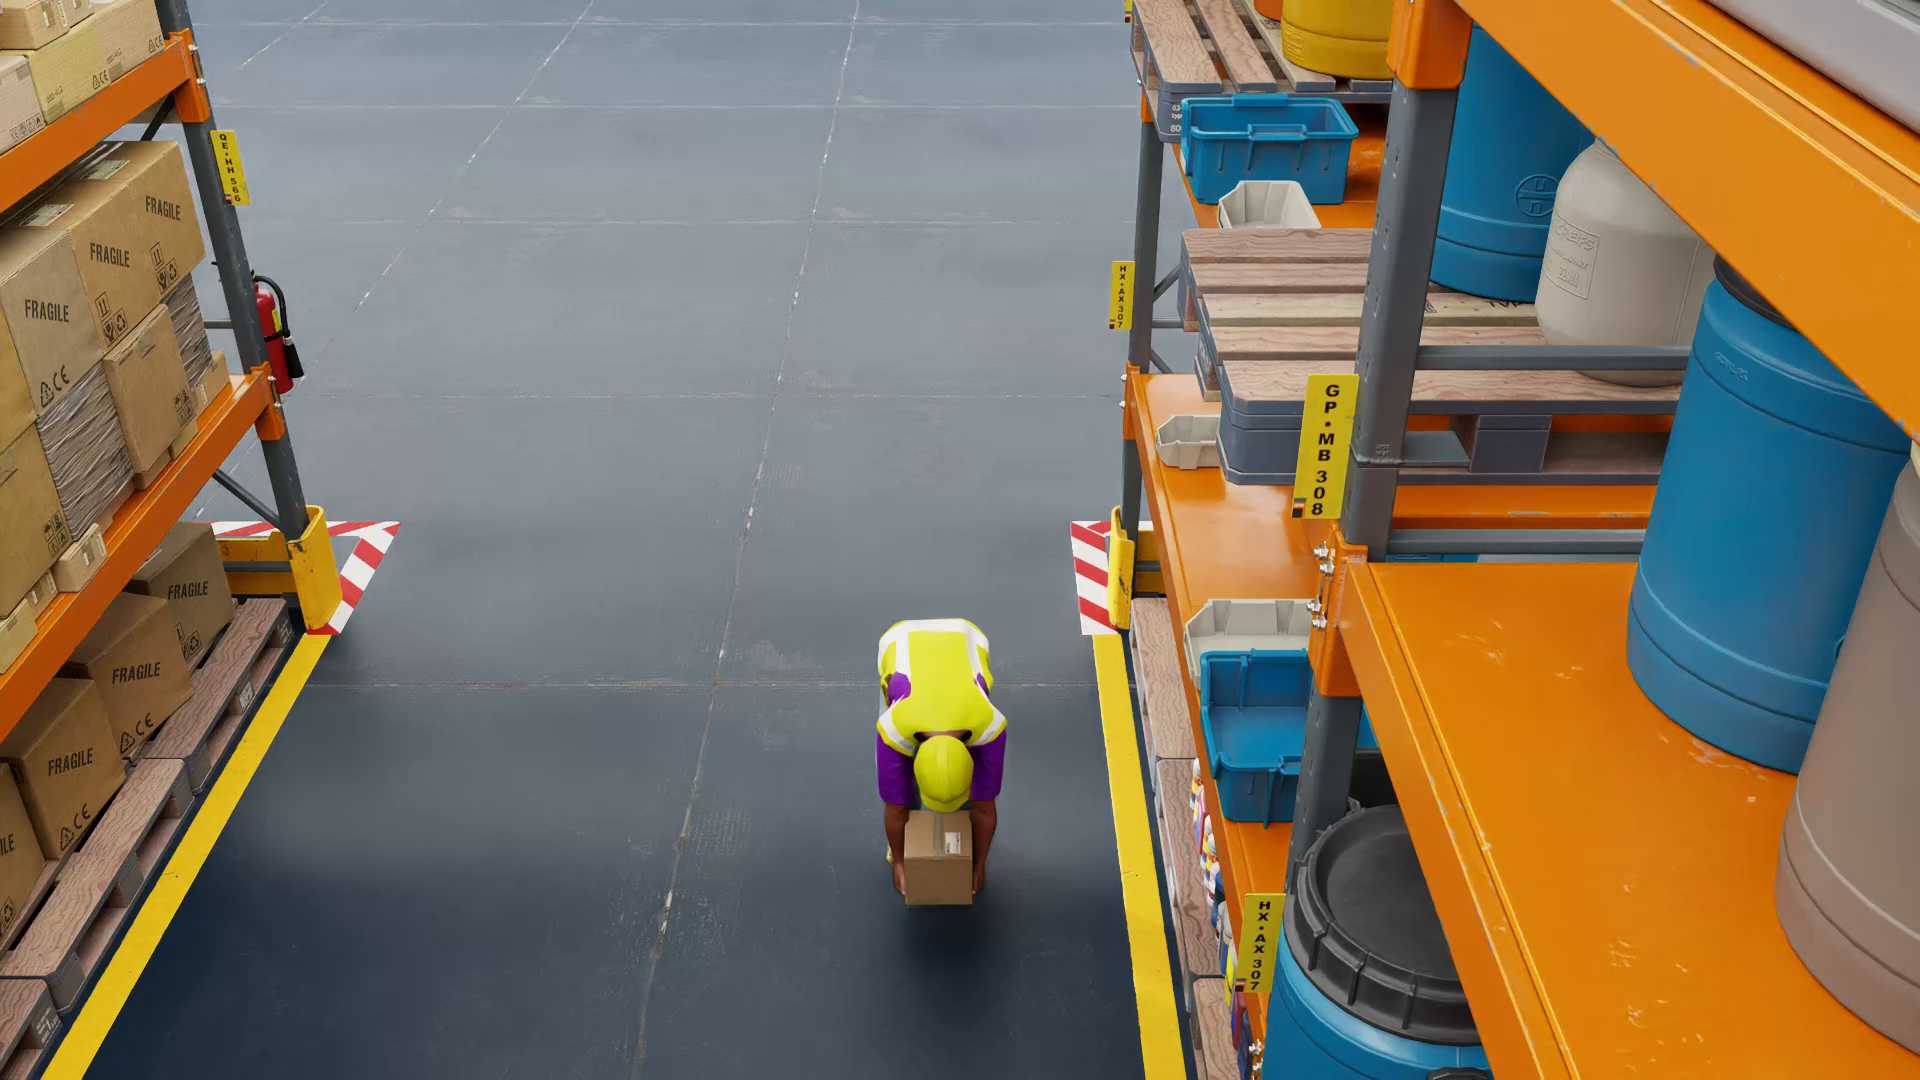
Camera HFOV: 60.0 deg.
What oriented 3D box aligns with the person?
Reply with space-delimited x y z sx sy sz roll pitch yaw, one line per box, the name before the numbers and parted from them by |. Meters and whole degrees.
person | -0.075 0.905 6.296 0.489 1.065 0.982 -1 31 -2
